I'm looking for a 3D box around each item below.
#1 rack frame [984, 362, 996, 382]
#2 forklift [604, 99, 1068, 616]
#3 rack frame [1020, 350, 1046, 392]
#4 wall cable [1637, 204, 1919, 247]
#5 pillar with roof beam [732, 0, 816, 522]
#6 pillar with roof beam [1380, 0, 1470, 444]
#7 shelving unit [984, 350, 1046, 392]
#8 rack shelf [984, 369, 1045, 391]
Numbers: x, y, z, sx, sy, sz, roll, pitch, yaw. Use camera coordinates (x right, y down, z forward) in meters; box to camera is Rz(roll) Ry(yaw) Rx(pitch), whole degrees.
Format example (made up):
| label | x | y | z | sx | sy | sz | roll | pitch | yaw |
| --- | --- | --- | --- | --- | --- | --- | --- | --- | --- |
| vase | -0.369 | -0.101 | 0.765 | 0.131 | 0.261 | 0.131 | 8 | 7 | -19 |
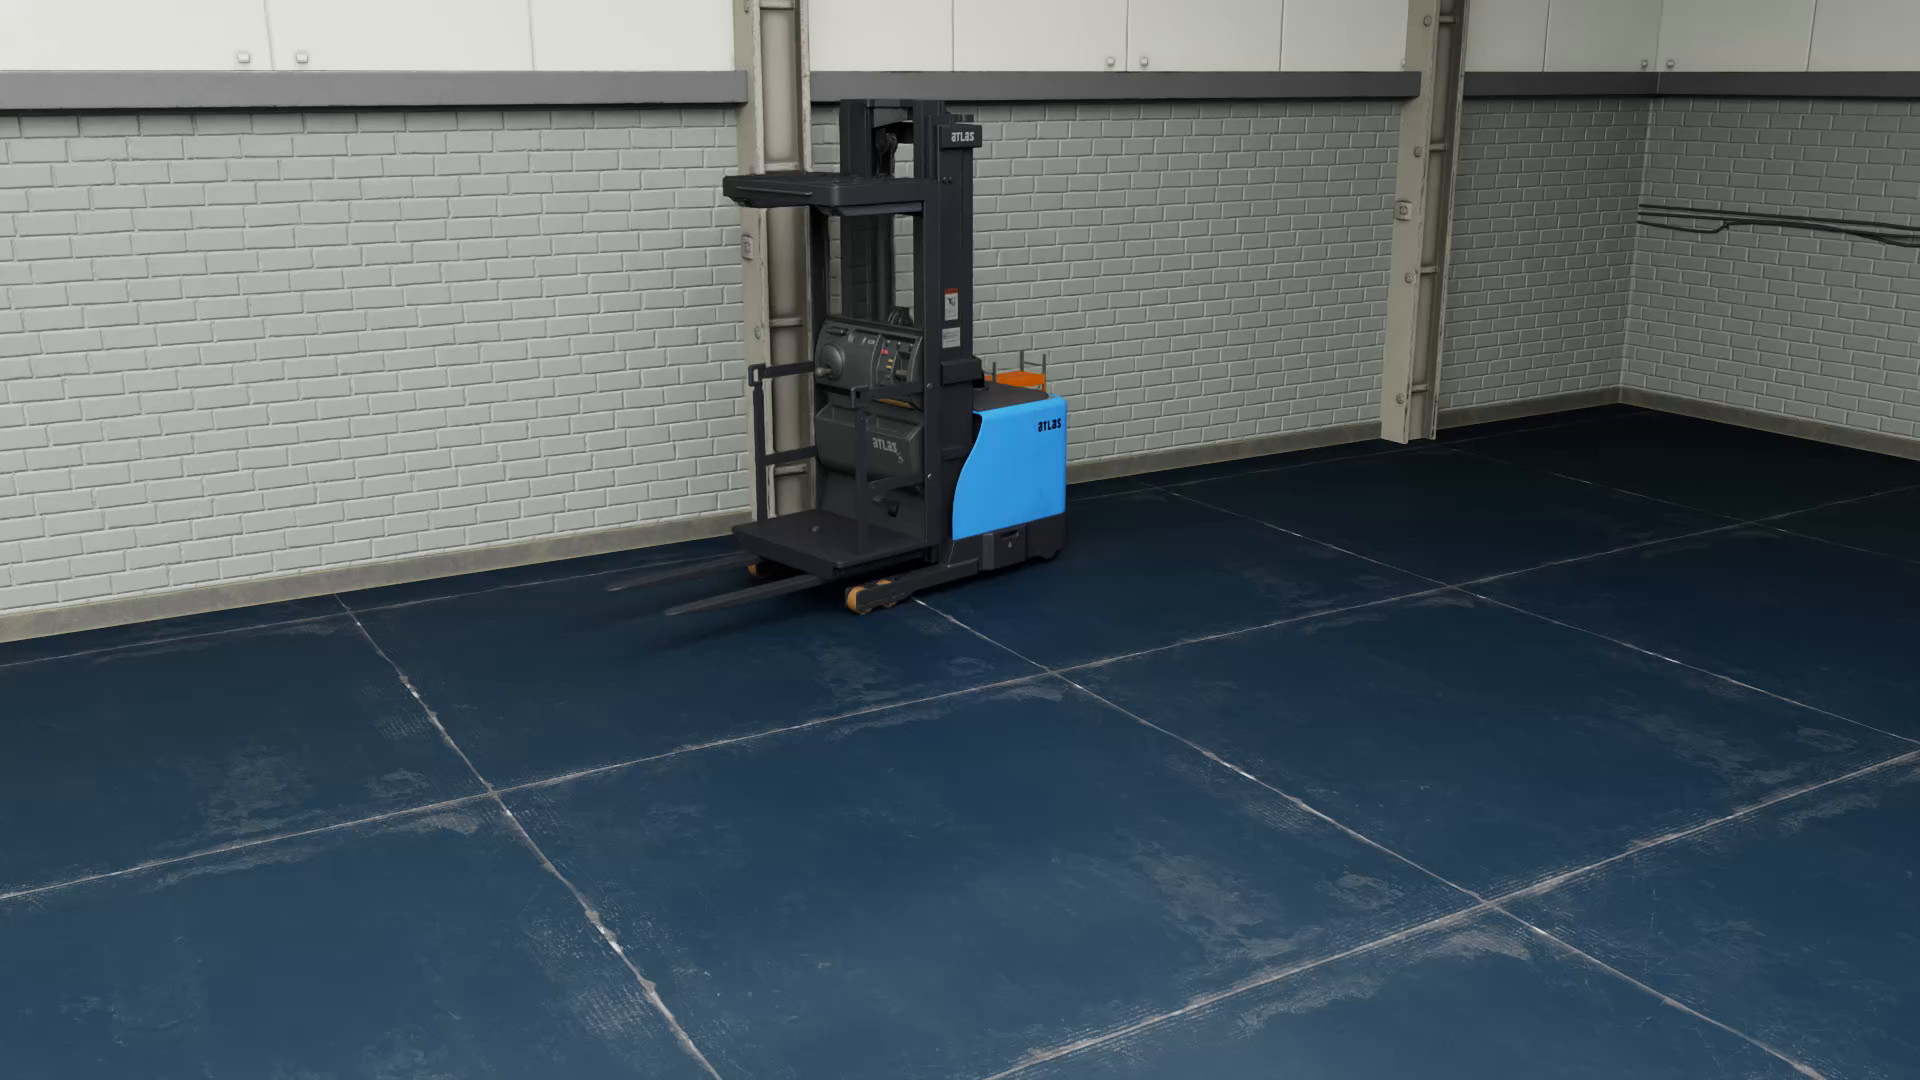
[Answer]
| label | x | y | z | sx | sy | sz | roll | pitch | yaw |
| --- | --- | --- | --- | --- | --- | --- | --- | --- | --- |
| rack frame | 0.159 | -0.650 | 11.506 | 0.015 | 1.200 | 0.240 | -14 | 21 | -41 |
| forklift | -0.716 | -1.129 | 10.007 | 3.031 | 2.935 | 1.130 | -14 | 21 | -41 |
| rack frame | 0.514 | -0.741 | 11.829 | 0.015 | 1.200 | 0.240 | -14 | 21 | -41 |
| wall cable | 7.132 | -3.836 | 14.175 | 0.112 | 2.526 | 3.097 | -9 | 18 | -30 |
| pillar with roof beam | 1.000 | -3.398 | 6.858 | 0.400 | 9.000 | 9.100 | -9 | 18 | -30 |
| pillar with roof beam | 6.143 | -4.232 | 9.834 | 0.400 | 9.000 | 9.100 | -9 | 18 | -30 |
| shelving unit | 0.336 | -0.695 | 11.668 | 0.503 | 1.200 | 0.258 | -14 | 21 | -41 |
| rack shelf | 0.336 | -1.074 | 11.562 | 0.480 | 0.148 | 0.258 | -14 | 21 | -41 |
